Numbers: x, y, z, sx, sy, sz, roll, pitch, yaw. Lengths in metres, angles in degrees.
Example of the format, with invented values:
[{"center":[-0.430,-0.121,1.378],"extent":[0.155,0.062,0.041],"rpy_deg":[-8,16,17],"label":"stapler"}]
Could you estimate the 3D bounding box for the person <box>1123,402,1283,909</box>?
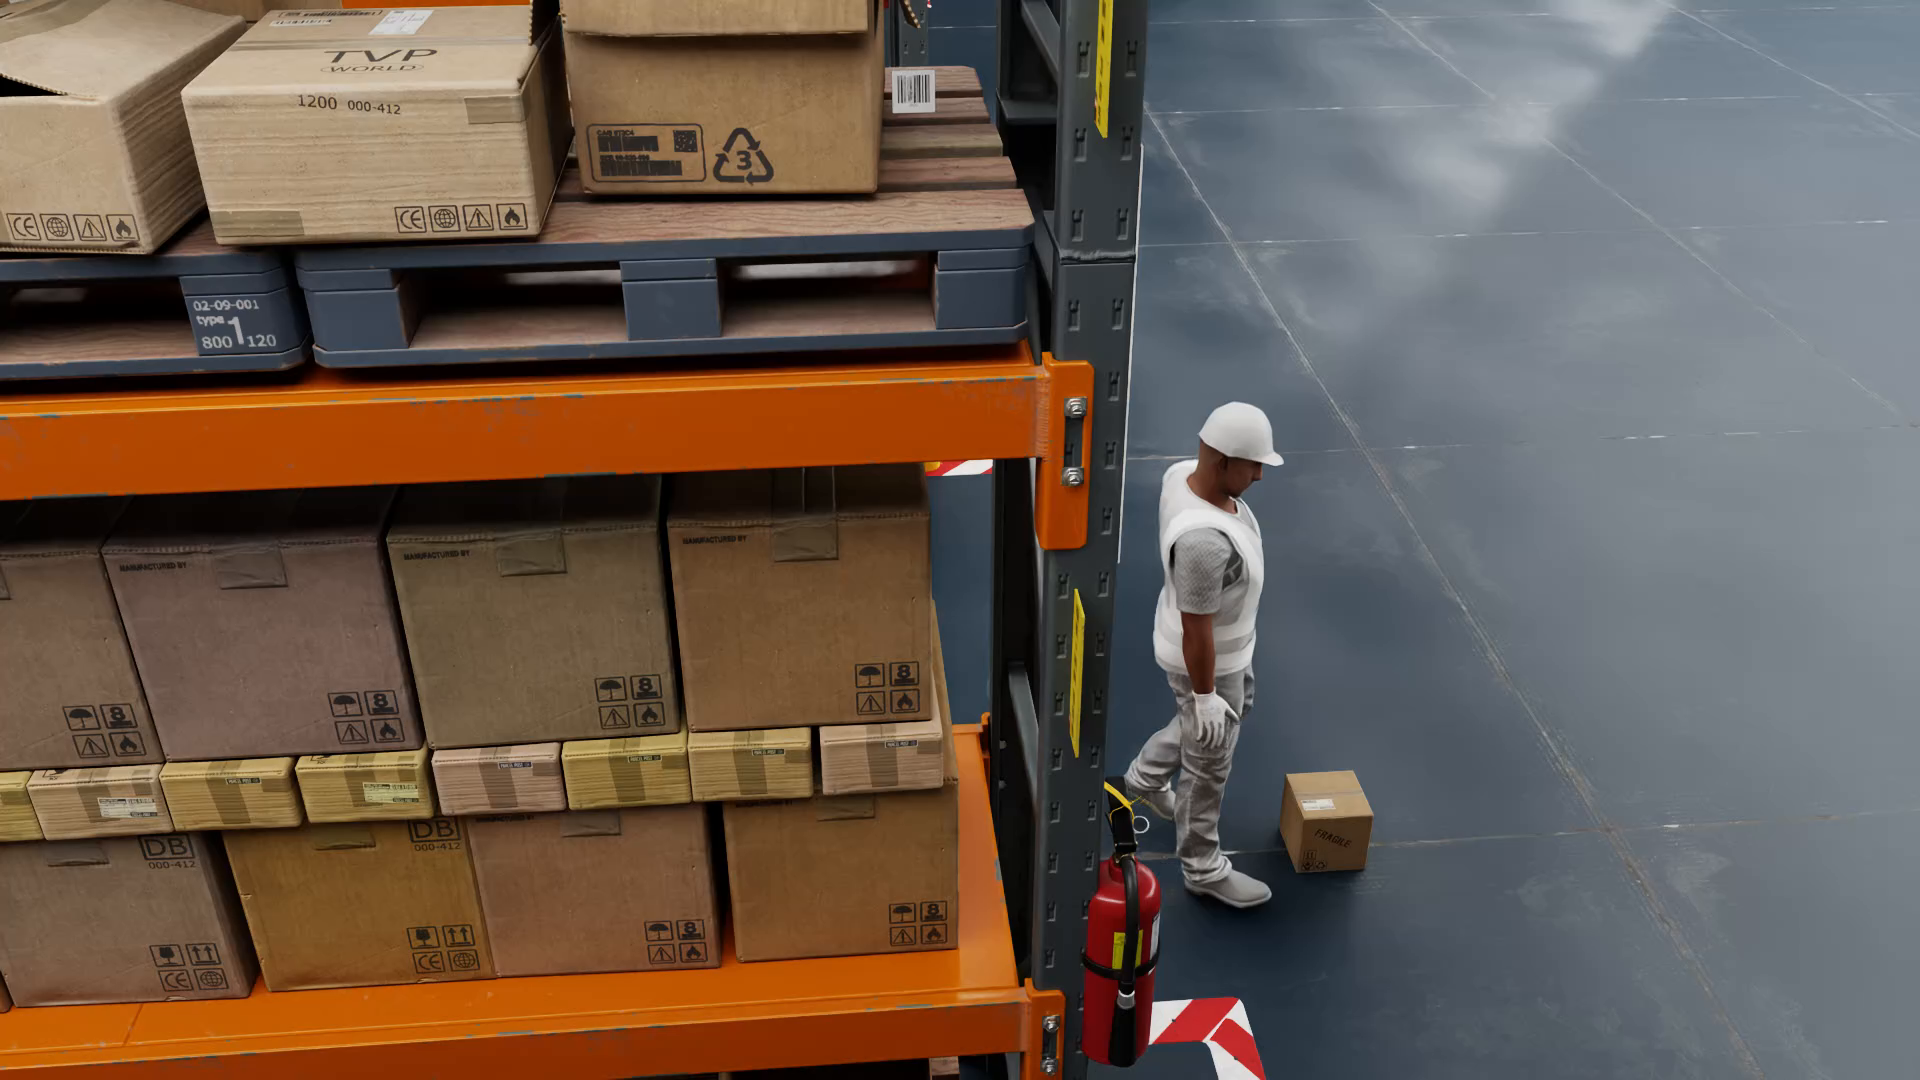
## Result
[{"center":[0.821,0.369,5.465],"extent":[0.540,1.781,0.677],"rpy_deg":[3,31,5],"label":"person"}]
